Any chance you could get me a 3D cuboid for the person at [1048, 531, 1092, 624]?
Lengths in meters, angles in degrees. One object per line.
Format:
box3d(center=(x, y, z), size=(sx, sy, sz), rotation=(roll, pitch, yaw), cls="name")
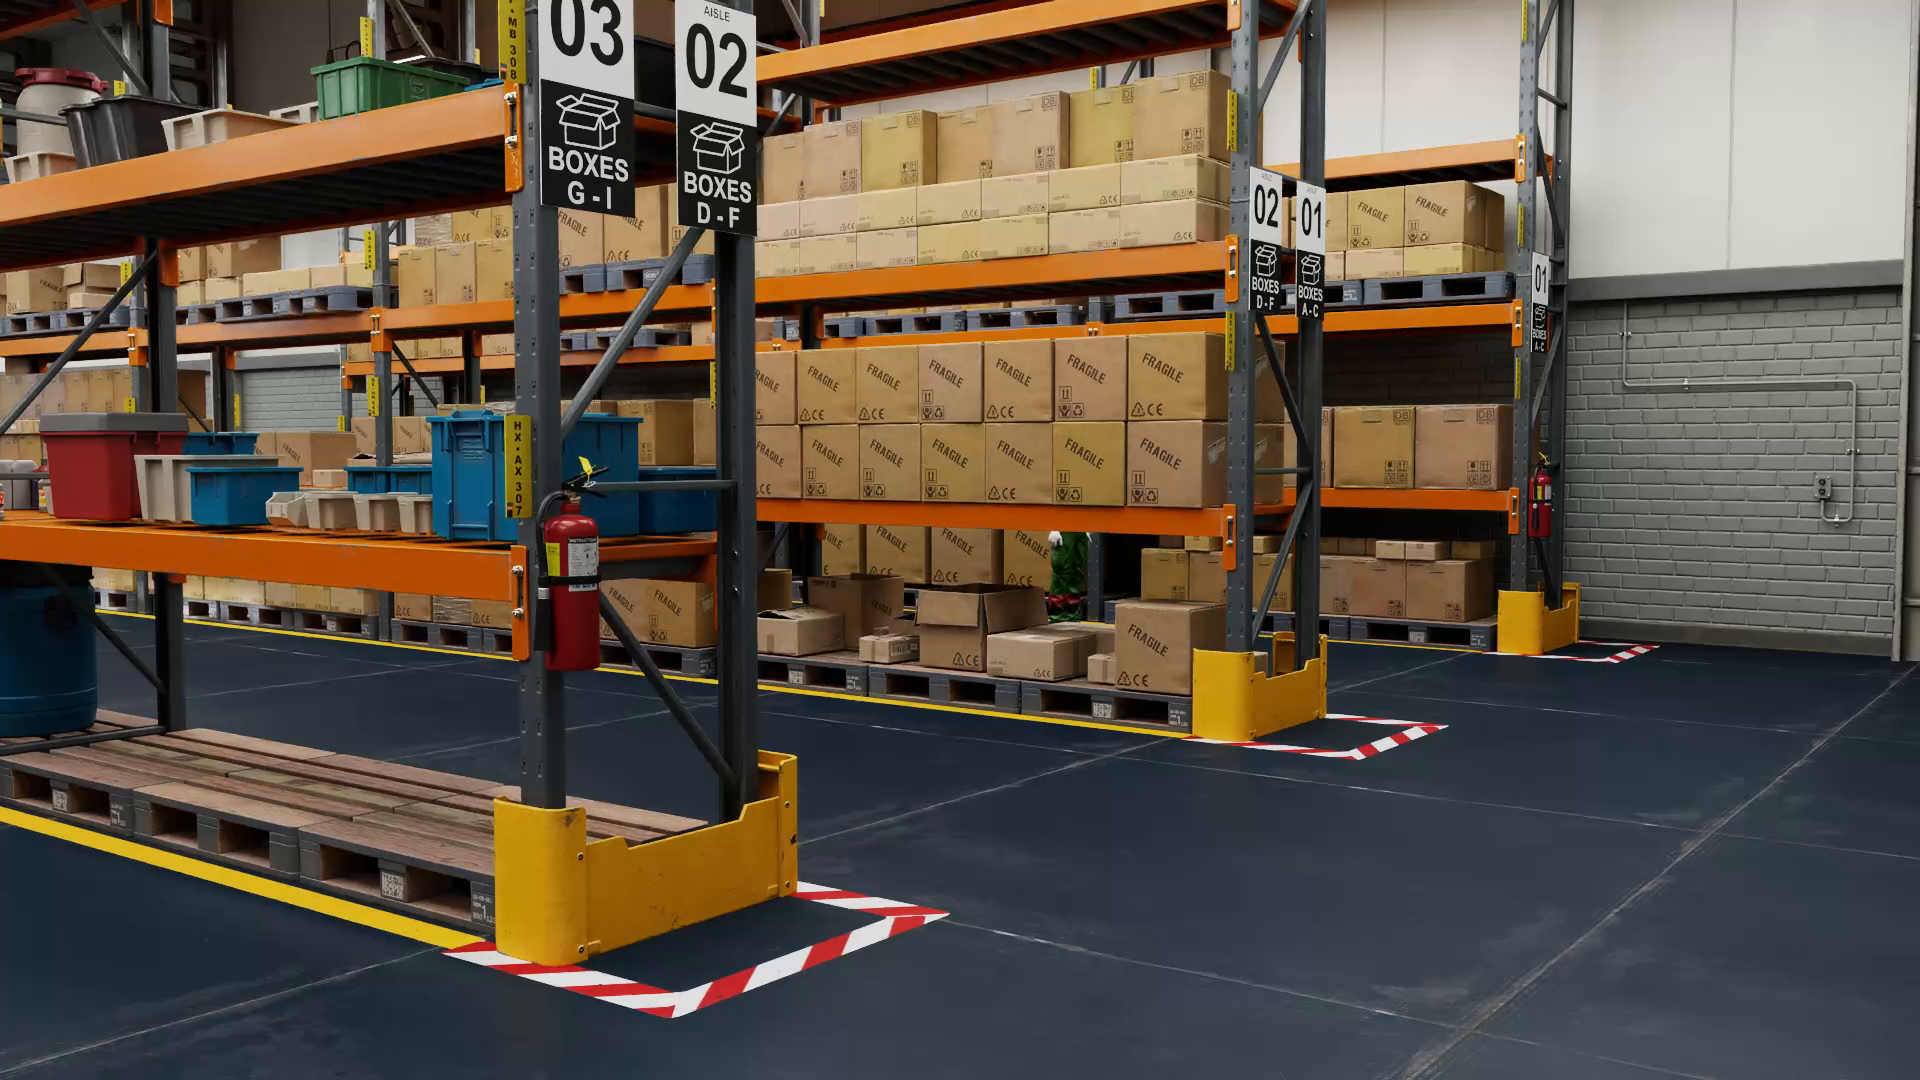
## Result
box3d(center=(0.980, -0.061, 14.717), size=(0.380, 1.795, 0.531), rotation=(2, 4, 37), cls="person")
